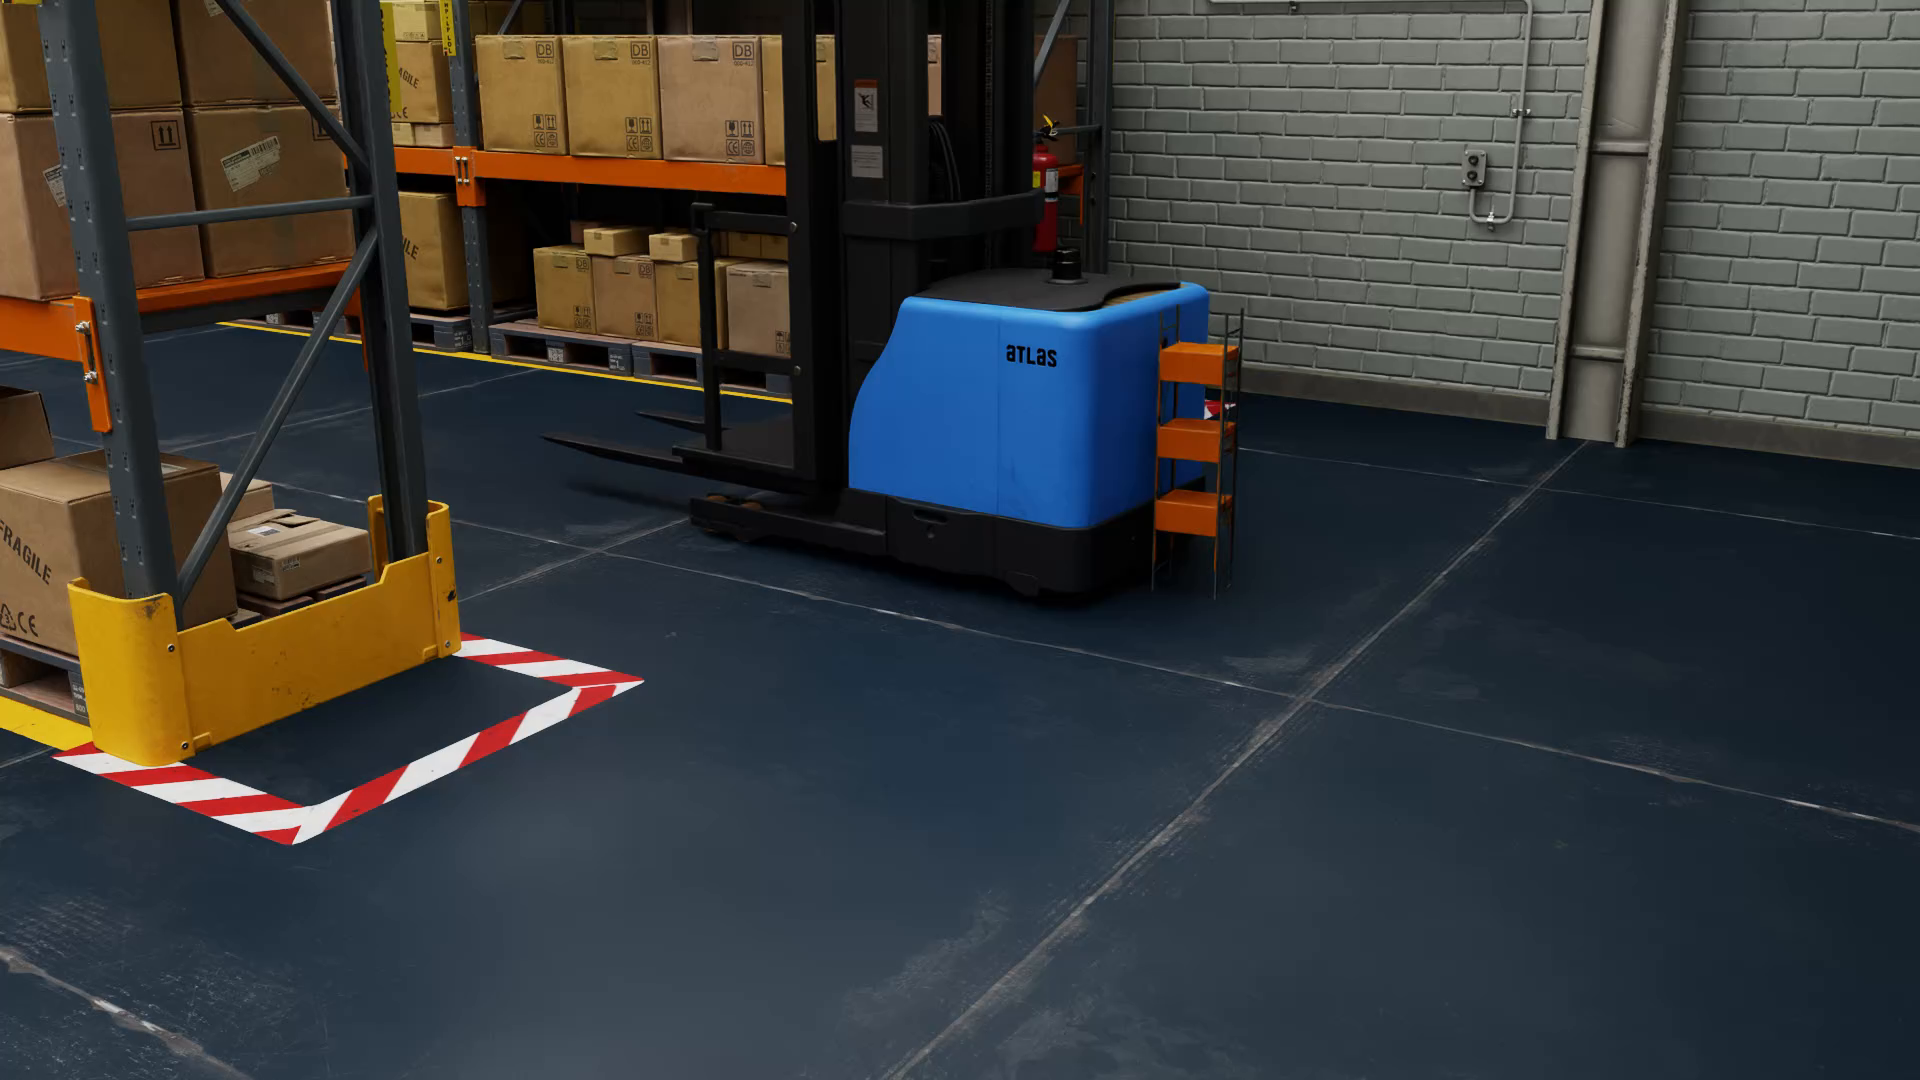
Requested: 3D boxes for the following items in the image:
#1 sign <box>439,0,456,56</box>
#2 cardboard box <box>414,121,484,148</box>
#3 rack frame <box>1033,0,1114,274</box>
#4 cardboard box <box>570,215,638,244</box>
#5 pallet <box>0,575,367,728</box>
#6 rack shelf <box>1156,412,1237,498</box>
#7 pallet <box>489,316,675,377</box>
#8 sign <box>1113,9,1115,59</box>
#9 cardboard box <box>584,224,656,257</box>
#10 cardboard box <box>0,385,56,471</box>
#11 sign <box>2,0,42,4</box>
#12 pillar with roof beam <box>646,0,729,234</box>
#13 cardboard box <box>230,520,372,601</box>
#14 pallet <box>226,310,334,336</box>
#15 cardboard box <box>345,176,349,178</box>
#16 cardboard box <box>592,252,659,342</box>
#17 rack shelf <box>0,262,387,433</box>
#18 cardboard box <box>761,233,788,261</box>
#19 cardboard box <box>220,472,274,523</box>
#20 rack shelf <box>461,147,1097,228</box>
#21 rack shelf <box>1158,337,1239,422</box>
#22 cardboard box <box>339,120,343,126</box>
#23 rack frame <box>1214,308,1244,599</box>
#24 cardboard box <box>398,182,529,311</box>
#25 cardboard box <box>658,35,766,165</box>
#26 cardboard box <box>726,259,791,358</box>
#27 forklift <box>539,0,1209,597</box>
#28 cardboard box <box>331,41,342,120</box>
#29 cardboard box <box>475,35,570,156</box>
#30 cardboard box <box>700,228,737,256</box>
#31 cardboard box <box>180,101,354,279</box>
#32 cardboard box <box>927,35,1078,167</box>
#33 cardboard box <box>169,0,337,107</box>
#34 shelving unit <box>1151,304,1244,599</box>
[{"bbox_3d":[-3.156,-3.155,10.251,0.005,0.325,0.100,10,20,30],"label":"sign"},{"bbox_3d":[-3.316,-2.646,10.827,0.250,0.149,0.380,10,20,31],"label":"cardboard box"},{"bbox_3d":[0.529,-2.166,8.852,0.127,3.000,1.000,10,20,30],"label":"rack frame"},{"bbox_3d":[-2.316,-2.022,10.840,0.250,0.149,0.380,10,20,30],"label":"cardboard box"},{"bbox_3d":[-2.805,0.263,5.653,1.213,0.211,1.003,10,20,30],"label":"pallet"},{"bbox_3d":[0.874,-0.316,6.141,0.240,0.259,0.215,8,18,25],"label":"rack shelf"},{"bbox_3d":[-2.273,-1.306,10.816,1.213,0.211,1.003,10,20,30],"label":"pallet"},{"bbox_3d":[0.824,-2.755,9.165,0.005,0.325,0.100,10,20,30],"label":"sign"},{"bbox_3d":[-2.100,-1.854,10.285,0.250,0.149,0.380,11,20,32],"label":"cardboard box"},{"bbox_3d":[-3.866,-0.279,6.177,0.637,0.503,0.797,10,20,30],"label":"cardboard box"},{"bbox_3d":[-2.368,-1.510,4.155,0.005,0.325,0.100,10,20,30],"label":"sign"},{"bbox_3d":[-4.084,-4.687,6.828,0.400,9.000,9.100,10,20,30],"label":"pillar with roof beam"},{"bbox_3d":[-2.238,0.066,5.652,0.250,0.149,0.380,10,20,30],"label":"cardboard box"},{"bbox_3d":[-4.621,-1.725,12.196,1.213,0.211,1.003,10,20,30],"label":"pallet"},{"bbox_3d":[-4.987,-2.276,12.191,0.750,0.750,0.750,10,20,30],"label":"cardboard box"},{"bbox_3d":[-1.870,-1.563,10.445,0.500,0.500,0.700,10,20,30],"label":"cardboard box"},{"bbox_3d":[-3.765,-0.899,5.918,4.000,0.370,1.077,10,20,30],"label":"rack shelf"},{"bbox_3d":[-0.990,-1.786,10.063,0.250,0.149,0.380,10,20,31],"label":"cardboard box"},{"bbox_3d":[-2.802,-0.063,5.901,0.500,0.250,0.500,10,20,30],"label":"cardboard box"},{"bbox_3d":[-1.176,-2.126,9.958,4.000,0.370,1.077,10,20,30],"label":"rack shelf"},{"bbox_3d":[0.874,-0.589,6.063,0.240,0.259,0.215,8,18,25],"label":"rack shelf"},{"bbox_3d":[-3.997,-2.754,11.185,0.250,0.149,0.380,10,20,30],"label":"cardboard box"},{"bbox_3d":[0.984,-0.311,6.086,0.008,1.050,0.200,8,18,25],"label":"rack frame"},{"bbox_3d":[-3.502,-2.014,11.326,0.750,0.750,0.750,10,20,31],"label":"cardboard box"},{"bbox_3d":[-1.182,-2.611,9.801,0.700,0.700,0.980,9,19,27],"label":"cardboard box"},{"bbox_3d":[-0.976,-1.405,9.925,0.500,0.500,0.700,9,19,28],"label":"cardboard box"},{"bbox_3d":[-0.517,-1.505,6.794,3.031,2.935,1.130,11,20,33],"label":"forklift"},{"bbox_3d":[-3.845,-3.058,11.068,0.500,0.500,0.500,10,20,31],"label":"cardboard box"},{"bbox_3d":[-2.426,-2.832,10.527,0.700,0.700,0.980,10,20,31],"label":"cardboard box"},{"bbox_3d":[-1.426,-1.864,10.319,0.250,0.149,0.380,10,20,31],"label":"cardboard box"},{"bbox_3d":[-2.301,-1.120,5.234,0.500,0.500,0.500,11,20,31],"label":"cardboard box"},{"bbox_3d":[0.089,-2.385,9.056,0.700,0.700,0.980,11,20,33],"label":"cardboard box"},{"bbox_3d":[-2.301,-1.598,5.089,0.500,0.500,0.500,11,20,32],"label":"cardboard box"},{"bbox_3d":[0.874,-0.326,6.138,0.252,1.050,0.215,8,18,25],"label":"shelving unit"}]
